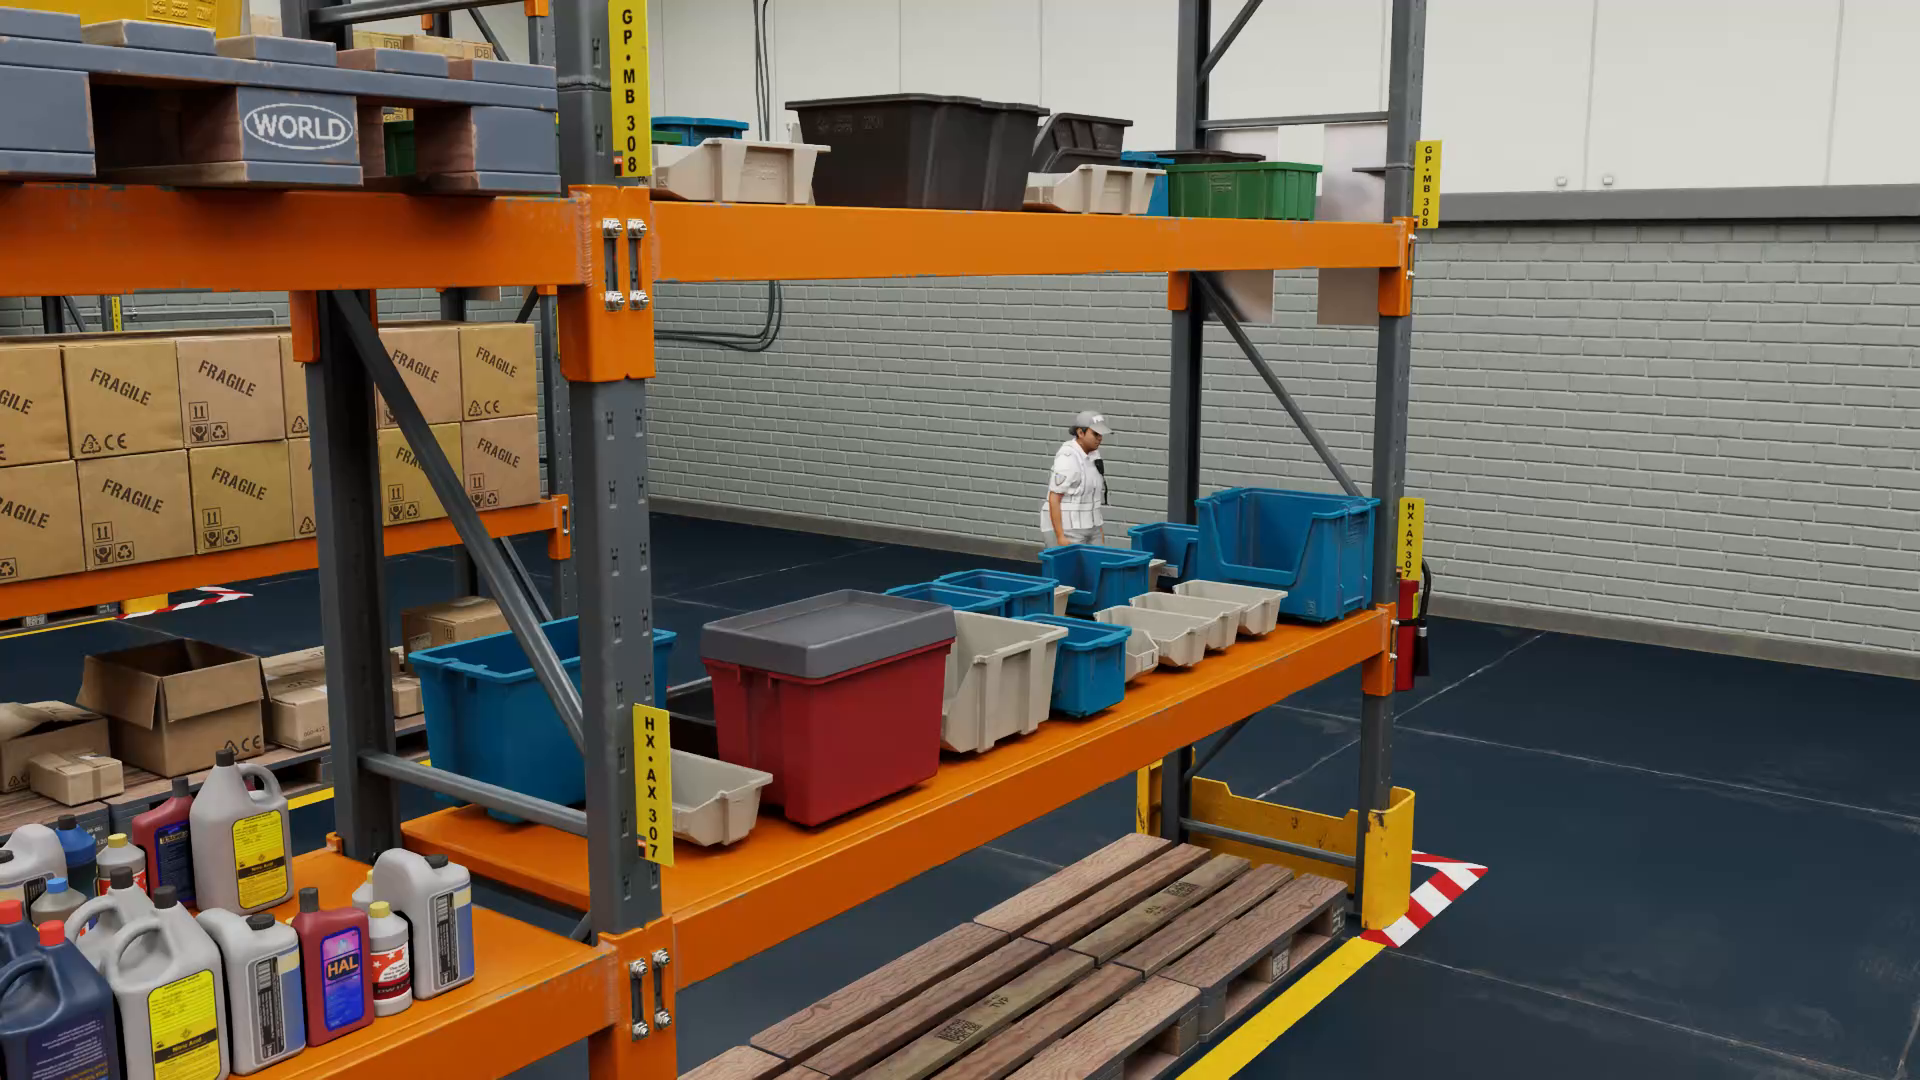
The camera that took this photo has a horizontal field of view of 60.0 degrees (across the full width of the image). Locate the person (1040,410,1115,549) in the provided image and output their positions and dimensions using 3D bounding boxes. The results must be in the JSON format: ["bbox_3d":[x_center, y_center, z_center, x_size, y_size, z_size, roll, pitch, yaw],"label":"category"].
[{"bbox_3d":[0.792,-0.037,11.091,0.468,1.666,0.537,7,12,36],"label":"person"}]
